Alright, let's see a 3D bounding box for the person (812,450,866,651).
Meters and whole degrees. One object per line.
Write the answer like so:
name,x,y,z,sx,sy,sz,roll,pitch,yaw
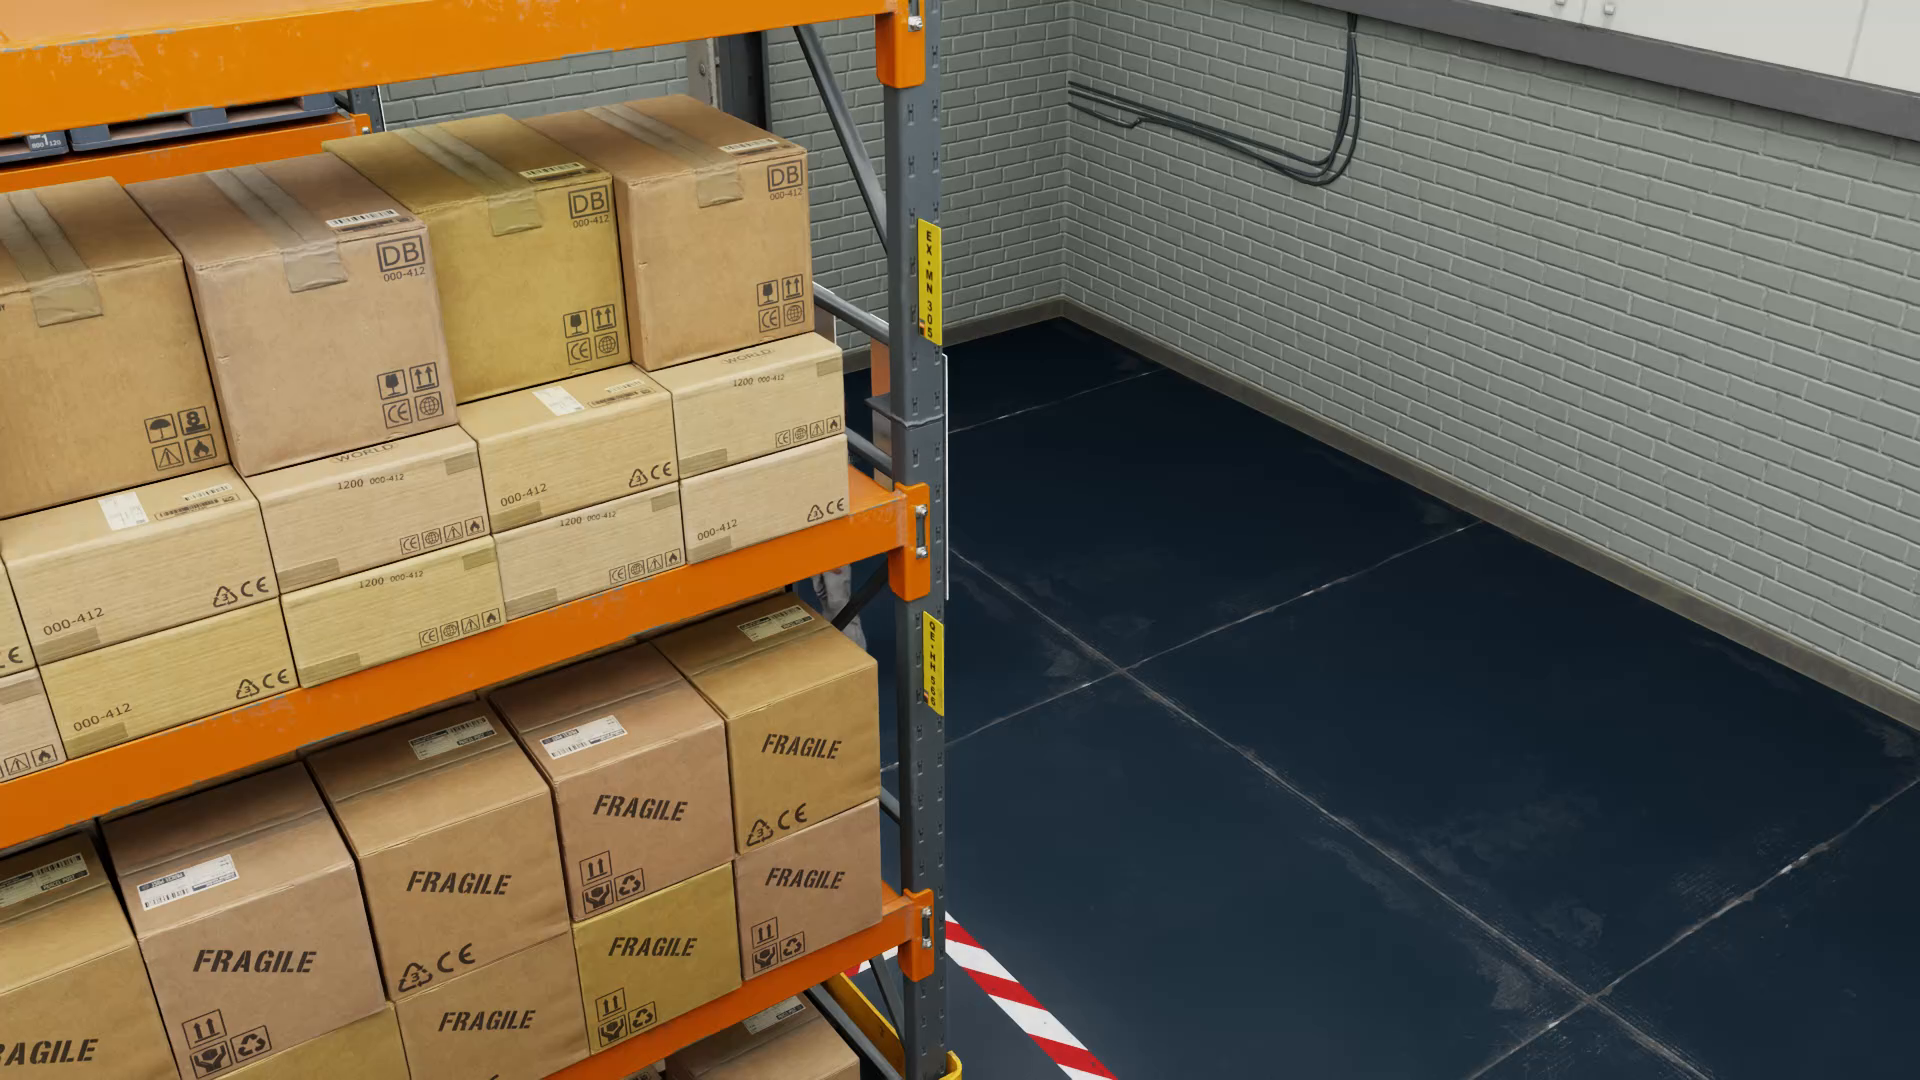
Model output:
person,-0.690,0.005,8.599,0.315,1.602,0.518,-13,32,-22
